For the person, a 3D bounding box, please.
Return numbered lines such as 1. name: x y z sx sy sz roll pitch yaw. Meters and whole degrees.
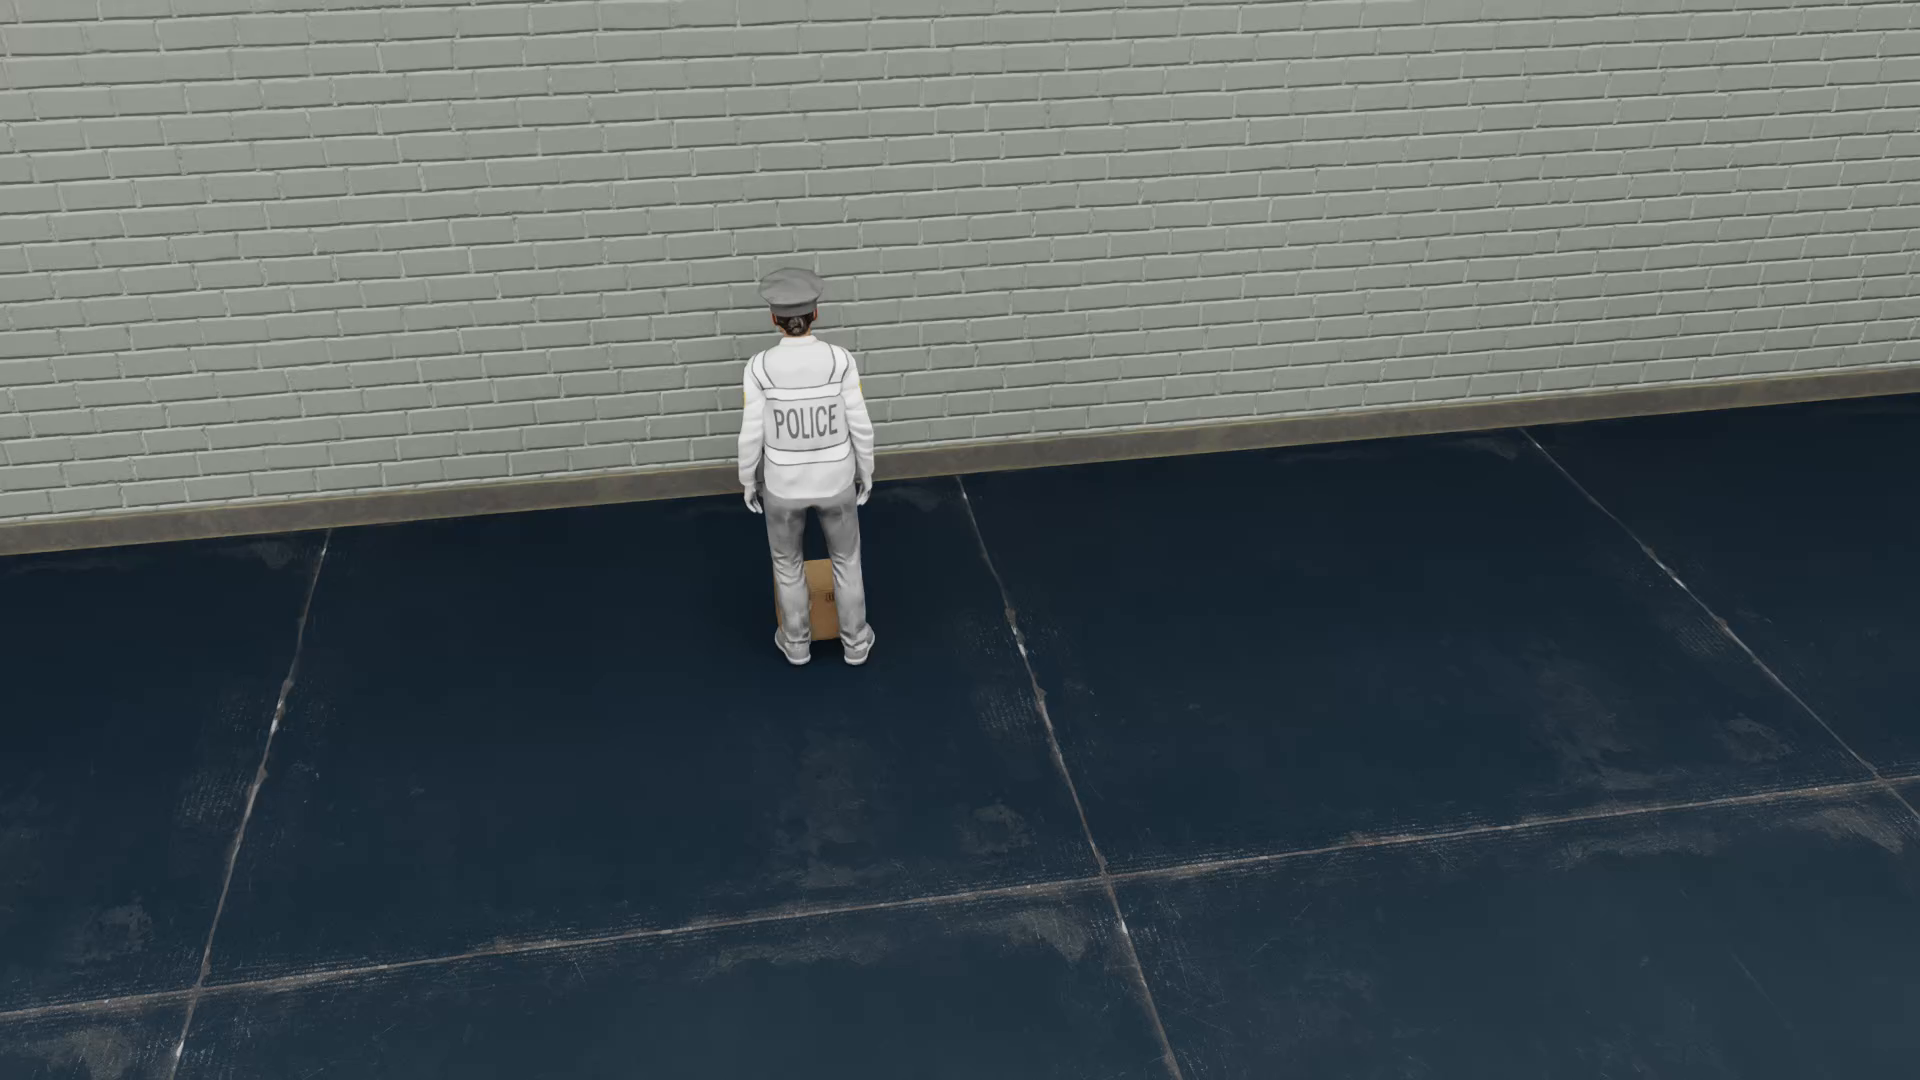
1. person: -0.598 -0.234 6.521 0.529 1.663 0.405 -5 31 -9
